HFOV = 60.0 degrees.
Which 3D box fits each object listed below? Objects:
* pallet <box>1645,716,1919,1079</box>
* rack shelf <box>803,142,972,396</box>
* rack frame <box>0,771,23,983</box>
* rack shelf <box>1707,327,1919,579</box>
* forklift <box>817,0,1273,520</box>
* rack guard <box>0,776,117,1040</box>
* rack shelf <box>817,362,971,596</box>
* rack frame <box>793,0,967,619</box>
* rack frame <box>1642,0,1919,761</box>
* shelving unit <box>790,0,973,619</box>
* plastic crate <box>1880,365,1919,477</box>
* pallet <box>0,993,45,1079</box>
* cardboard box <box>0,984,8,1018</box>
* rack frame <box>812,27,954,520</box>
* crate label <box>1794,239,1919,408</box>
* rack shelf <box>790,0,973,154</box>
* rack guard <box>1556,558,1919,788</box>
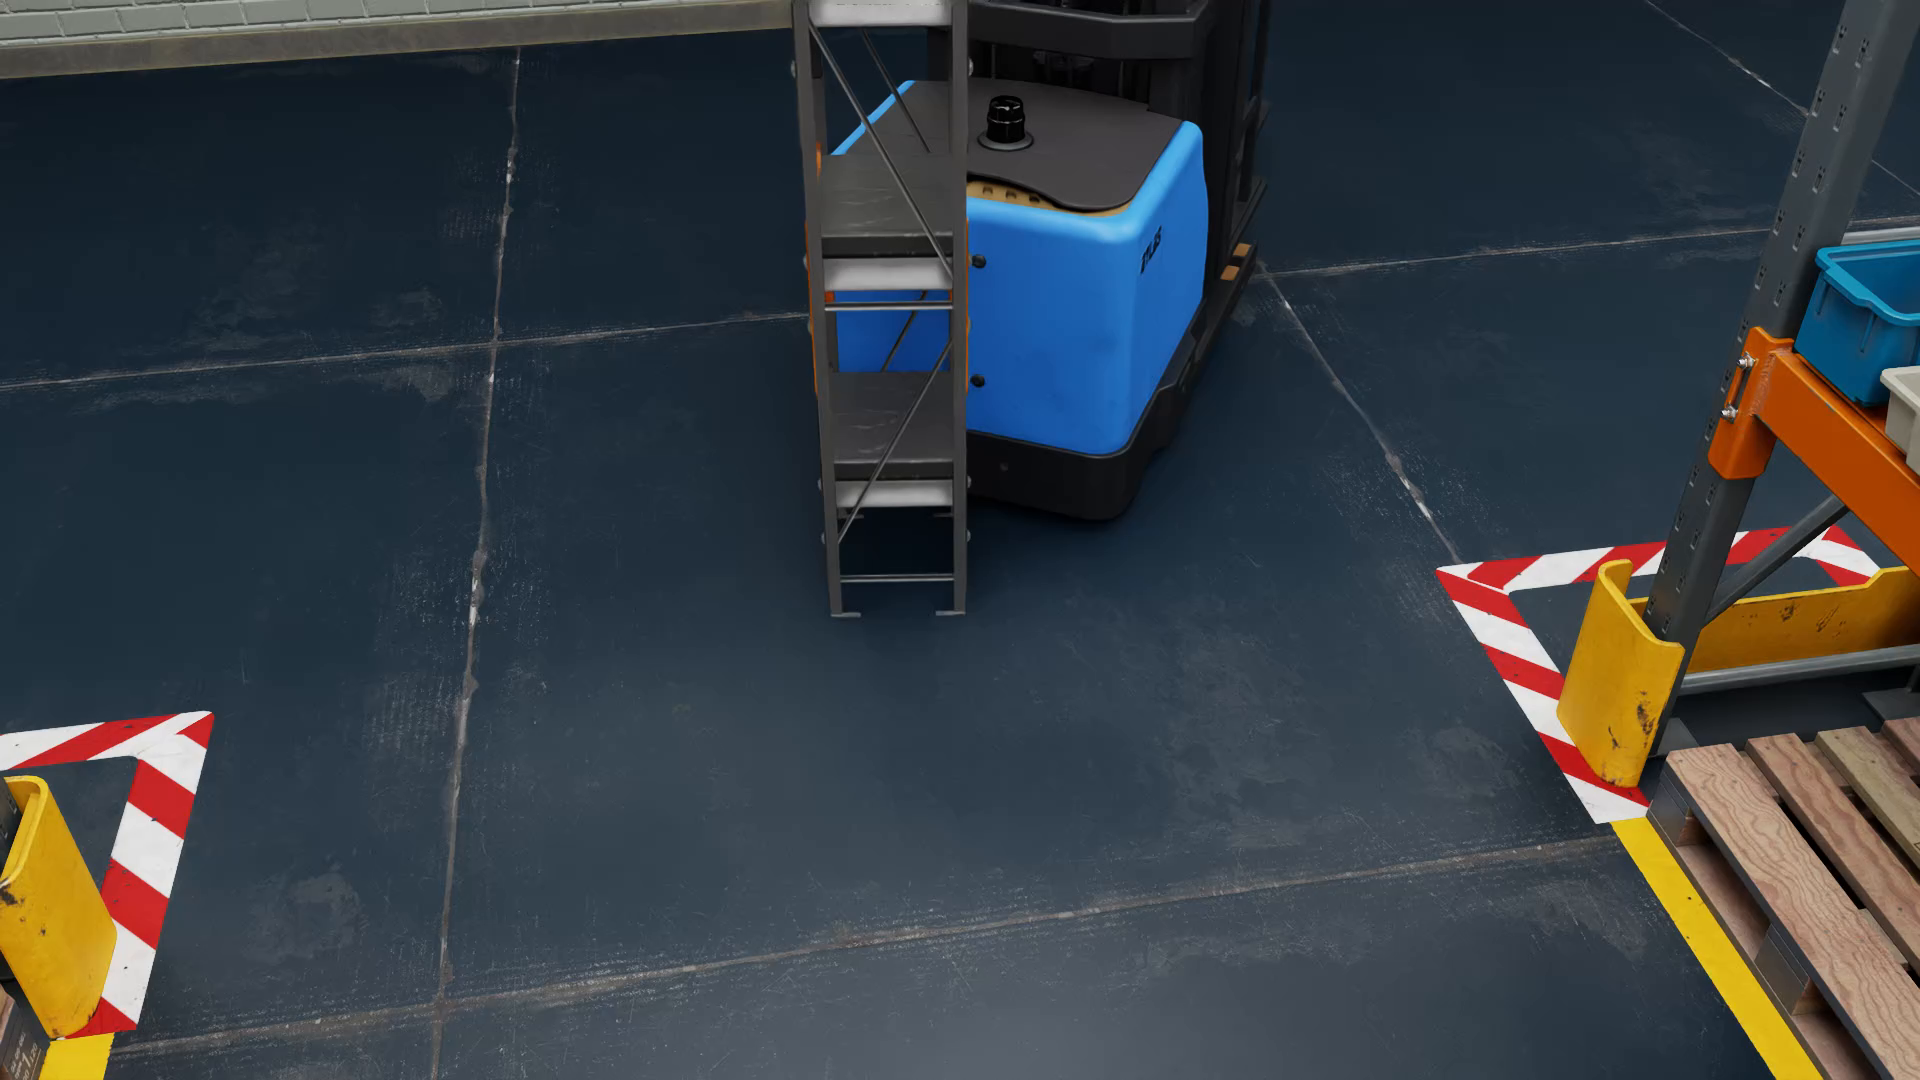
[{"bbox_3d":[2.377,0.929,3.882,1.003,0.211,1.213,-6,38,-8],"label":"pallet"},{"bbox_3d":[-0.190,-0.741,4.515,0.431,0.518,0.480,-1,38,-1],"label":"rack shelf"},{"bbox_3d":[-2.606,-0.144,2.990,1.000,3.000,0.127,-6,38,-8],"label":"rack frame"},{"bbox_3d":[2.622,0.818,2.339,1.077,0.370,4.000,-6,38,-8],"label":"rack shelf"},{"bbox_3d":[0.527,-2.126,5.597,1.130,2.935,3.031,13,40,16],"label":"forklift"},{"bbox_3d":[-2.593,0.889,3.698,1.175,0.500,0.348,-6,38,-8],"label":"rack guard"},{"bbox_3d":[-0.190,-0.189,4.945,0.431,0.518,0.480,-1,38,-1],"label":"rack shelf"},{"bbox_3d":[-0.184,-0.603,4.314,0.400,2.100,0.015,-1,38,-1],"label":"rack frame"},{"bbox_3d":[2.271,-0.674,3.673,1.000,3.000,0.127,-6,38,-8],"label":"rack frame"},{"bbox_3d":[-0.190,-0.752,4.507,0.431,2.100,0.503,-1,38,-1],"label":"shelving unit"},{"bbox_3d":[1.965,-0.207,3.237,0.250,0.136,0.298,-6,38,-8],"label":"plastic crate"},{"bbox_3d":[-2.452,1.485,3.167,1.003,0.211,1.213,-6,38,-8],"label":"pallet"},{"bbox_3d":[-2.269,0.972,3.233,0.500,0.500,0.500,-6,38,-8],"label":"cardboard box"},{"bbox_3d":[-0.197,-0.902,4.699,0.400,2.100,0.015,-1,38,-1],"label":"rack frame"},{"bbox_3d":[1.990,-0.447,3.468,0.416,0.233,0.303,-6,38,-8],"label":"crate label"},{"bbox_3d":[-0.190,-1.294,4.086,0.431,0.518,0.480,-1,38,-1],"label":"rack shelf"},{"bbox_3d":[2.254,0.300,4.457,1.175,0.500,0.348,-6,38,-8],"label":"rack guard"}]
